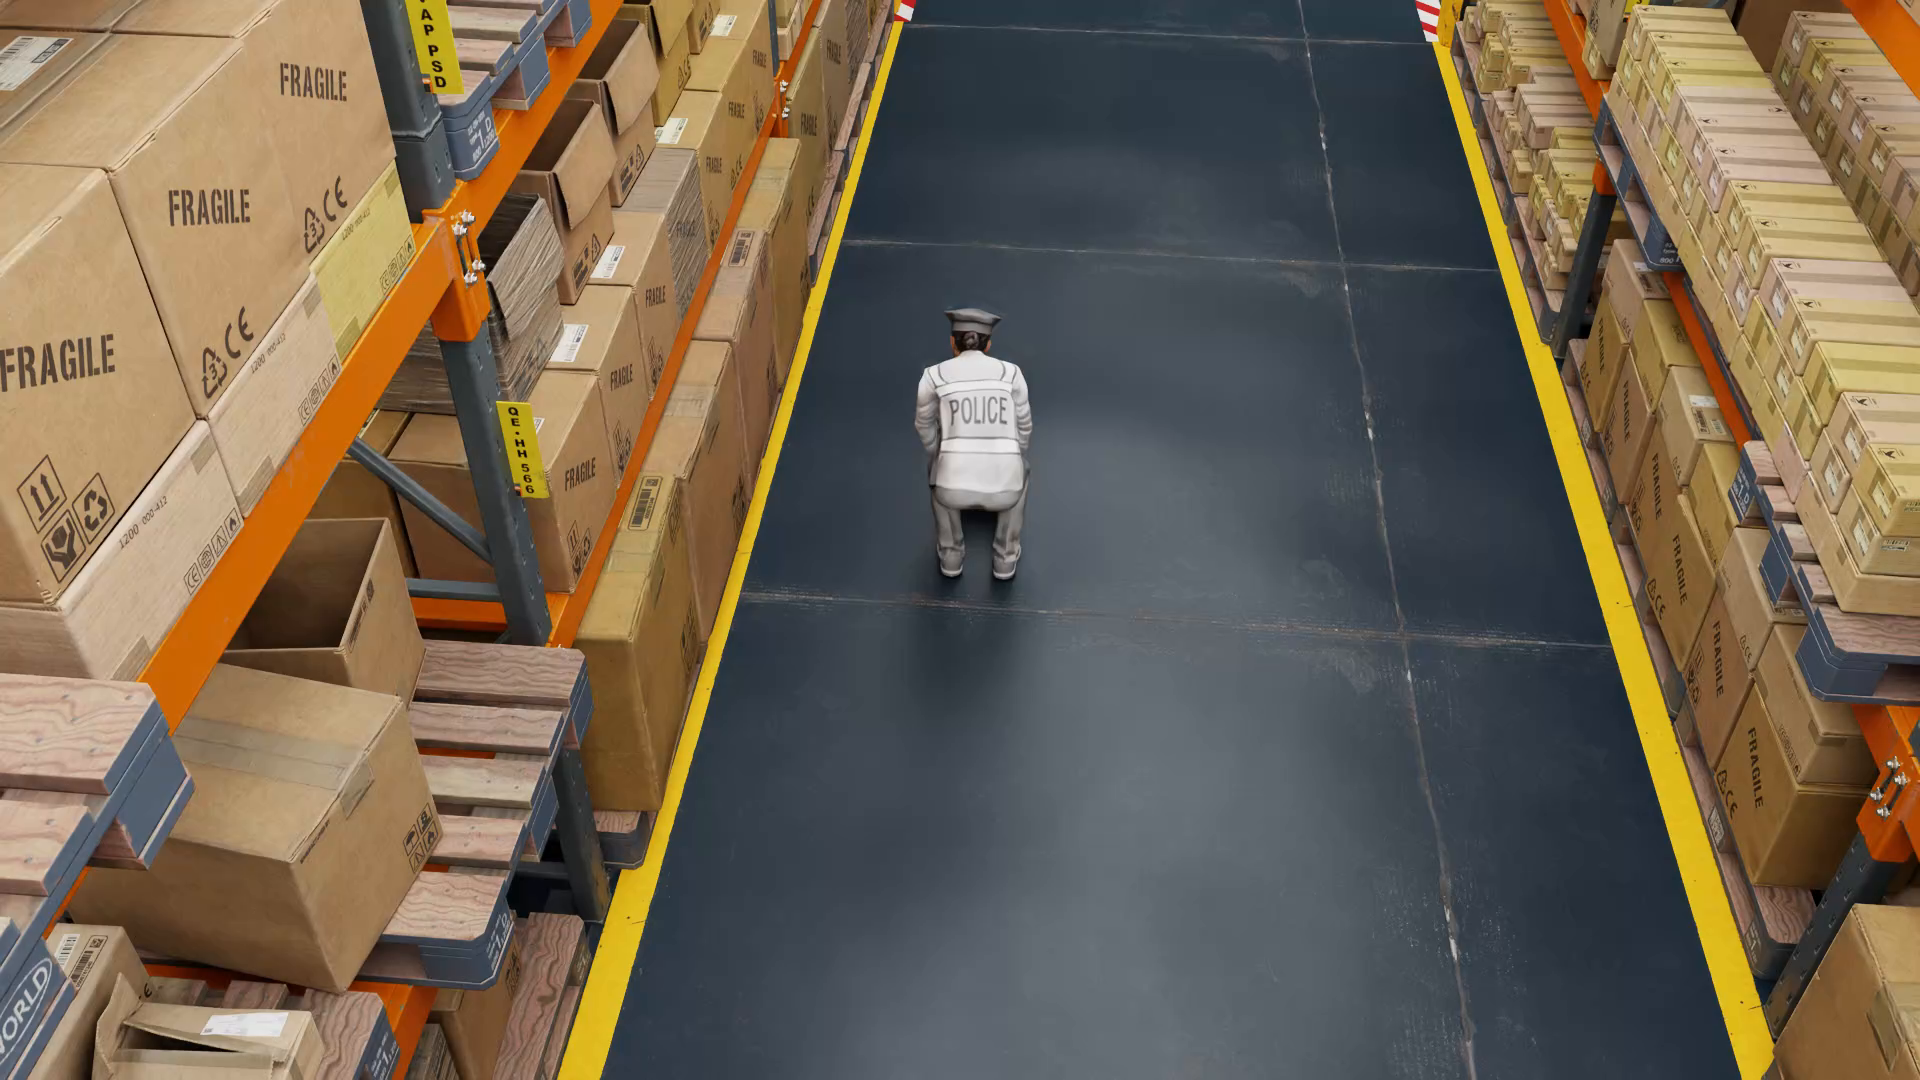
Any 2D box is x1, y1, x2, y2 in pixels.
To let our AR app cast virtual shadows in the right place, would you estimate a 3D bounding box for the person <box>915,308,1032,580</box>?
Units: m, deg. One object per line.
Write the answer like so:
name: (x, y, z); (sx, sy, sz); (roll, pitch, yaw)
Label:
person: (0.050, -0.393, 7.080); (0.505, 1.075, 0.826); (2, 40, 3)
